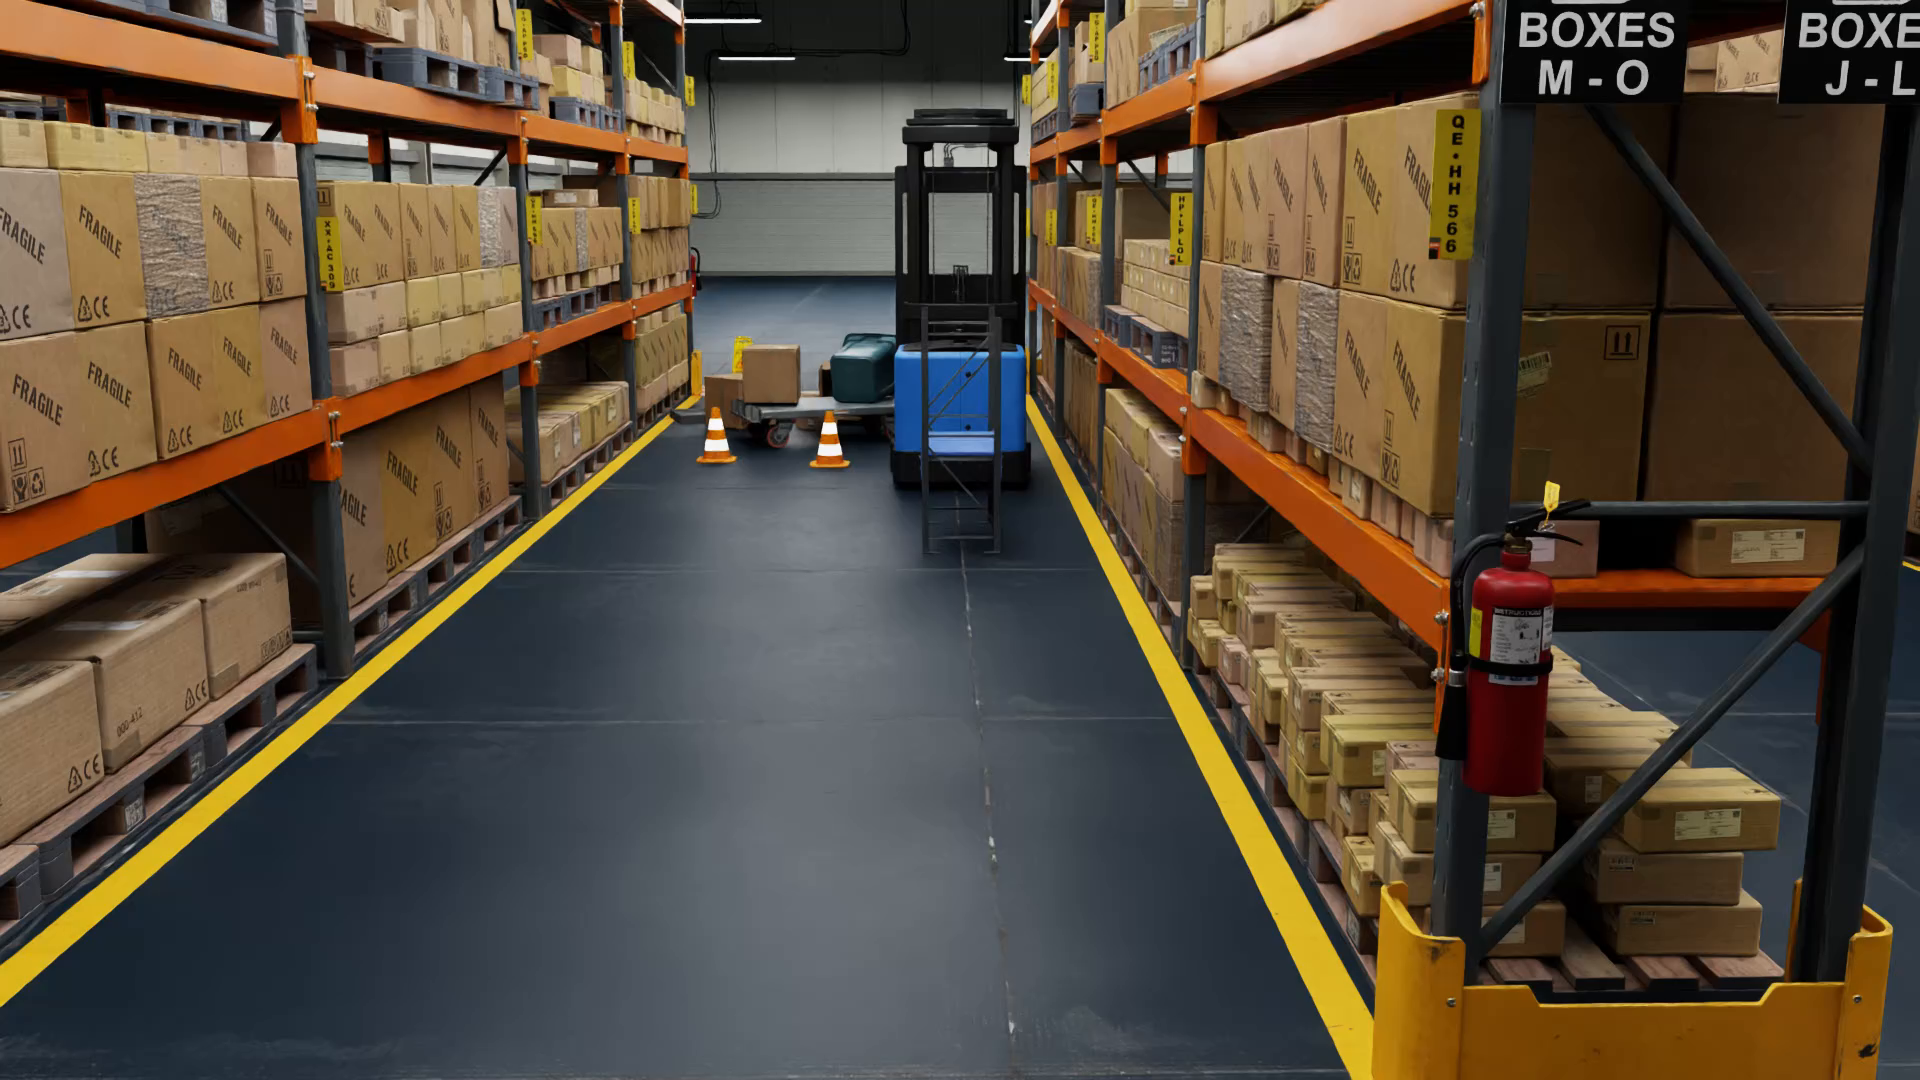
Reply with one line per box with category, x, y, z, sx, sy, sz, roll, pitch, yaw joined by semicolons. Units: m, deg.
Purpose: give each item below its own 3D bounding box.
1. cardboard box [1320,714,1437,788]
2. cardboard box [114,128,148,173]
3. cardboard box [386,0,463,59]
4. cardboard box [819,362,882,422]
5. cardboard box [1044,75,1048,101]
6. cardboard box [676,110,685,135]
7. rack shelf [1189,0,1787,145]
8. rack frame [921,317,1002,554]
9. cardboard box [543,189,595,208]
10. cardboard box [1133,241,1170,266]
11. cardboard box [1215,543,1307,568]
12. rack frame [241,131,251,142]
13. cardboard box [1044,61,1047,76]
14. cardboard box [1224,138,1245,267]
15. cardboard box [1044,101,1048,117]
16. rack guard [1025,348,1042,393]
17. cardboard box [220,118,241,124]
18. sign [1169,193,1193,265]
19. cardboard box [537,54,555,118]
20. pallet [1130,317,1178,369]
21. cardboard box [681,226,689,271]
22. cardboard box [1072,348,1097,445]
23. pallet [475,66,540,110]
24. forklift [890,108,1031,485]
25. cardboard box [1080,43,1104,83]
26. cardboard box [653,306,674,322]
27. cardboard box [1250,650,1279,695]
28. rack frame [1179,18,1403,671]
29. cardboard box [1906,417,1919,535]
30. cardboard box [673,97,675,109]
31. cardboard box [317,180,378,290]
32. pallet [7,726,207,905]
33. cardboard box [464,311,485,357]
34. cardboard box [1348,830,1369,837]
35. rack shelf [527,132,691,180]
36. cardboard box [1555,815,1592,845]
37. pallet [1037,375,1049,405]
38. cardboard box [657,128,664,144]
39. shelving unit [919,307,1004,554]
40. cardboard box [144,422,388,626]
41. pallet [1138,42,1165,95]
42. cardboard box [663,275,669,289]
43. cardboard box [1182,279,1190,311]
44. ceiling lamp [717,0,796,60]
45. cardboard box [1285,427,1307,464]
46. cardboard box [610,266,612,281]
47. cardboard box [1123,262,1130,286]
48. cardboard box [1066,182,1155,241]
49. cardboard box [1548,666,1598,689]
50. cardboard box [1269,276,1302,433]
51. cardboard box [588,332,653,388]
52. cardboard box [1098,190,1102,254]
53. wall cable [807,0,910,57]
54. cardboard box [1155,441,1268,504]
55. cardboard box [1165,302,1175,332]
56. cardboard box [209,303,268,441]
cardboard box;1.305;0.633;5.013;0.380;0.149;0.250;0;11;-2
cardboard box;-3.092;-1.359;5.815;0.380;0.149;0.250;0;11;-2
cardboard box;-3.136;-2.987;9.386;0.500;0.500;0.500;0;11;-1
cardboard box;-1.033;-1.520;16.945;0.797;0.637;0.503;0;11;-1
cardboard box;1.116;-4.541;16.674;0.500;0.250;0.500;0;11;-2
cardboard box;-3.348;-4.643;18.487;0.500;0.250;0.500;0;11;-2
rack shelf;1.608;-1.577;5.551;1.077;0.370;4.000;0;11;-1
rack frame;0.009;-0.651;10.495;0.500;1.500;0.032;0;11;-1
cardboard box;-3.253;-2.843;13.840;0.380;0.149;0.250;-1;11;-4
cardboard box;1.309;-1.831;10.620;0.380;0.149;0.250;0;11;-1
cardboard box;1.367;0.113;7.578;0.380;0.149;0.250;0;11;1
rack frame;-8.590;-3.180;19.192;1.000;3.000;0.127;0;11;-1
cardboard box;1.050;-4.762;16.760;0.380;0.149;0.250;0;11;-2
cardboard box;1.359;-1.348;6.644;0.500;0.500;0.500;-1;11;-3
cardboard box;1.046;-4.373;16.849;0.380;0.149;0.250;0;11;-2
rack guard;1.318;-2.022;19.767;1.175;0.500;0.348;0;11;-1
cardboard box;-8.338;-4.867;18.403;0.500;0.500;0.500;0;11;1
sign;1.012;-1.421;7.607;0.100;0.325;0.005;0;11;-1
cardboard box;-3.523;-3.435;12.643;0.797;0.503;0.637;0;11;-1
pallet;1.566;-1.164;9.737;1.003;0.211;1.213;0;11;-1
cardboard box;-3.341;-3.290;18.730;0.500;0.500;0.500;0;11;-2
cardboard box;1.521;-1.235;14.206;1.050;0.750;0.750;0;11;-1
pallet;-3.396;-2.861;10.548;1.213;0.211;1.003;0;11;1
forklift;0.006;-2.116;14.117;1.130;2.935;3.031;0;11;0
cardboard box;1.163;-3.539;12.333;0.500;0.311;0.500;0;11;-1
cardboard box;-3.270;-2.412;17.746;0.380;0.149;0.250;0;11;1
cardboard box;1.317;0.519;6.320;0.380;0.149;0.250;0;11;-2
rack frame;1.567;-0.857;7.737;1.000;3.000;0.127;0;11;-1
cardboard box;6.450;-0.502;10.277;1.225;0.875;0.875;0;11;-1
cardboard box;-3.359;-4.822;18.364;0.380;0.149;0.250;0;11;0
cardboard box;-3.102;-1.444;7.865;0.500;0.500;0.500;0;11;0
pallet;-3.414;0.945;5.870;1.003;0.211;1.213;0;11;-1
cardboard box;-3.172;-1.237;9.988;0.500;0.250;0.500;0;11;-2
cardboard box;1.404;0.923;5.082;0.380;0.149;0.250;0;11;-1
rack shelf;-3.587;-3.922;17.109;1.077;0.370;4.000;0;11;-1
cardboard box;1.946;0.824;4.818;0.380;0.149;0.250;0;11;-1
pallet;1.414;-1.717;18.990;1.003;0.211;1.213;0;11;-1
cardboard box;-3.265;-4.174;17.175;0.380;0.149;0.250;0;11;-2
shelving unit;-0.002;-0.752;10.994;0.538;1.500;1.048;0;11;-1
cardboard box;-3.473;-0.104;8.313;0.875;0.875;0.875;0;11;1
pallet;1.636;-2.564;9.081;1.213;0.211;1.003;0;11;-1
cardboard box;-3.310;-2.751;17.707;0.380;0.149;0.250;0;11;-2
cardboard box;1.353;-1.265;8.578;0.380;0.149;0.250;0;11;1
ceiling lamp;-5.269;-14.054;43.019;2.000;3.185;0.800;0;11;-1
cardboard box;1.373;-0.361;5.927;0.380;0.149;0.250;0;11;1
cardboard box;-3.271;-2.335;14.602;0.380;0.149;0.250;-1;11;-3
cardboard box;1.294;-1.783;11.133;0.380;0.149;0.250;0;11;1
cardboard box;1.428;-3.123;15.816;0.875;0.550;0.550;0;11;-1
cardboard box;1.891;0.524;5.551;0.380;0.149;0.250;0;11;1
cardboard box;1.358;-0.647;5.704;0.500;0.500;0.500;0;11;2
cardboard box;-3.287;-1.751;16.117;0.500;0.500;0.500;0;11;2
cardboard box;1.460;-2.483;12.985;0.700;0.500;0.500;0;11;-2
wall cable;-3.037;-15.739;49.675;3.097;2.526;0.112;0;11;-1
cardboard box;1.299;-0.352;8.594;0.500;0.250;0.500;-1;11;-3
cardboard box;1.335;-1.224;9.122;0.380;0.149;0.250;-1;11;-4
cardboard box;-3.099;-0.672;6.575;0.500;0.500;0.500;-1;11;-3
